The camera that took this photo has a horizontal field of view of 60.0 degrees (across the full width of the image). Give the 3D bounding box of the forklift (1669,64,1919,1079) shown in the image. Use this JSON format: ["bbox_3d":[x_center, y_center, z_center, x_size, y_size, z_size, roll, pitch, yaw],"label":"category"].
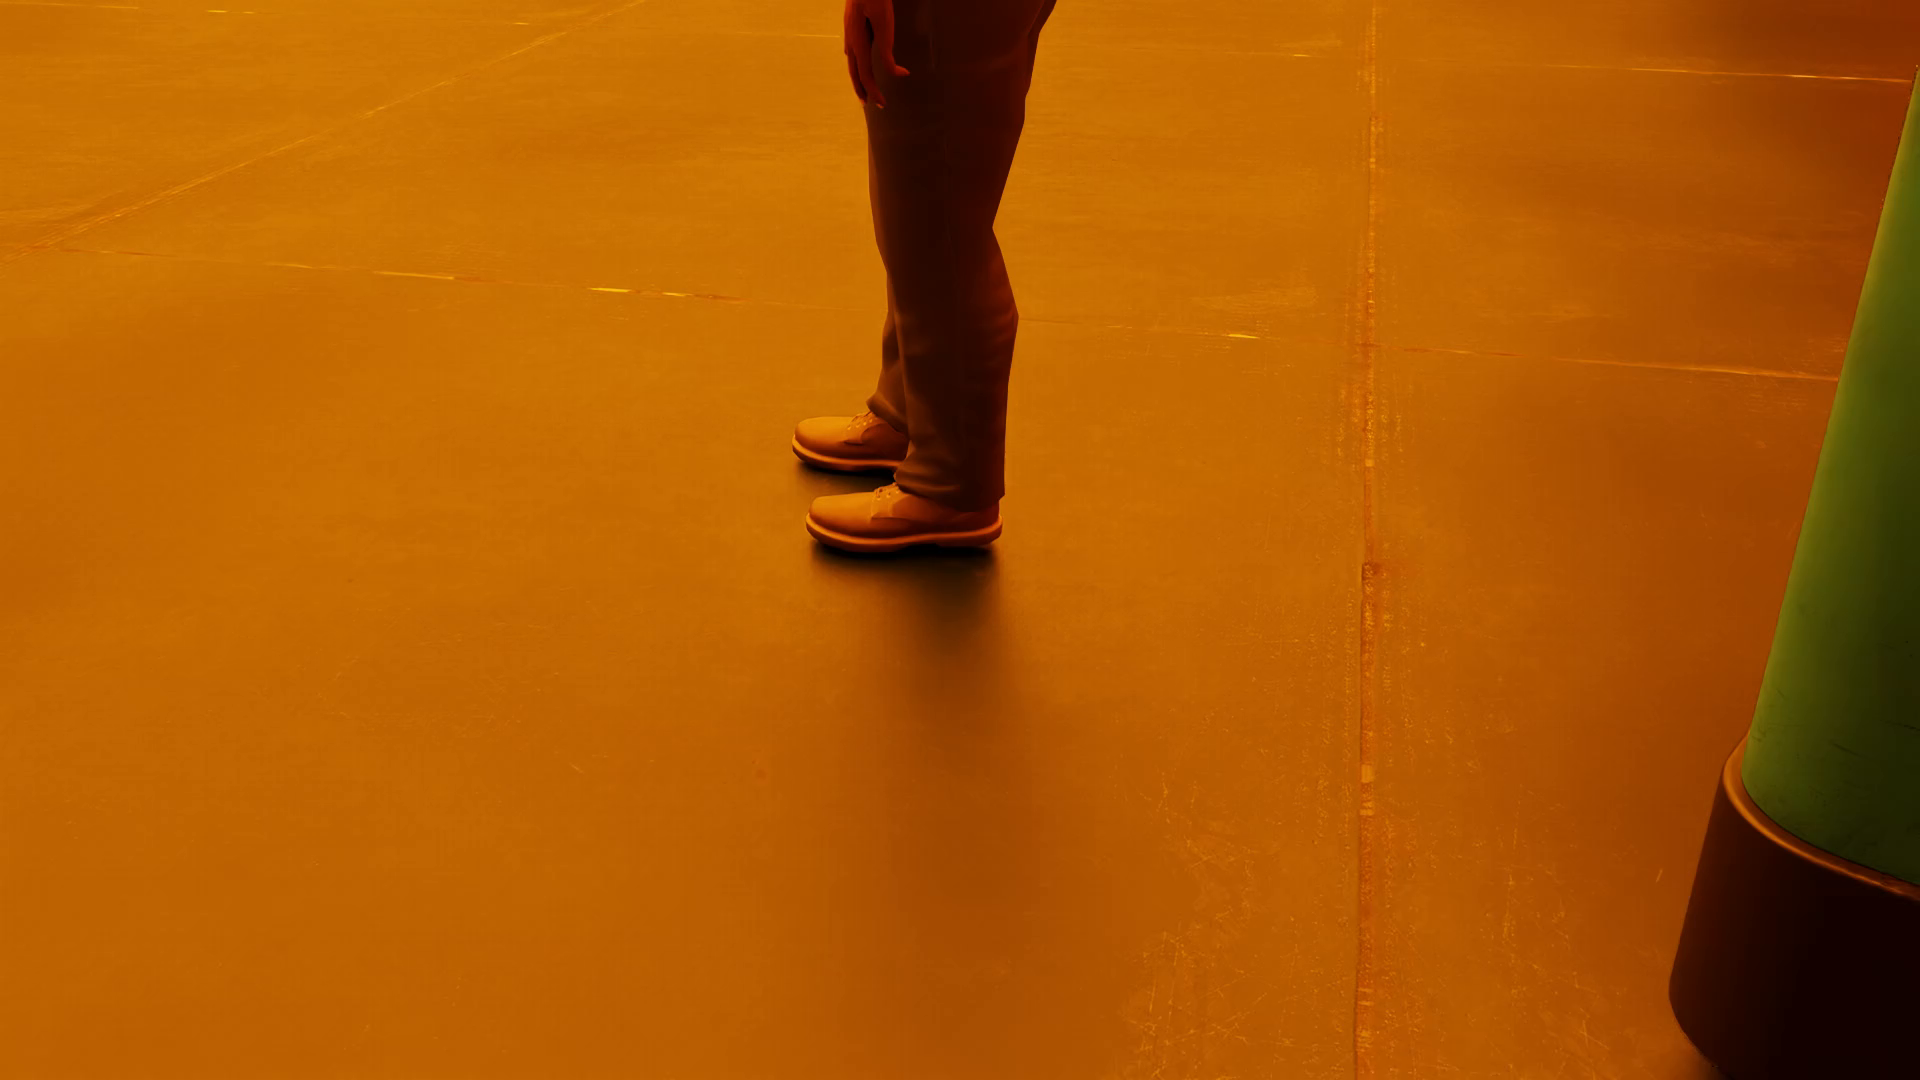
[{"bbox_3d":[2.100,-0.556,0.348,3.031,2.935,1.130,20,33,34],"label":"forklift"}]

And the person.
[{"bbox_3d":[-0.081,-0.763,2.159,0.504,1.655,0.569,6,27,11],"label":"person"}]
